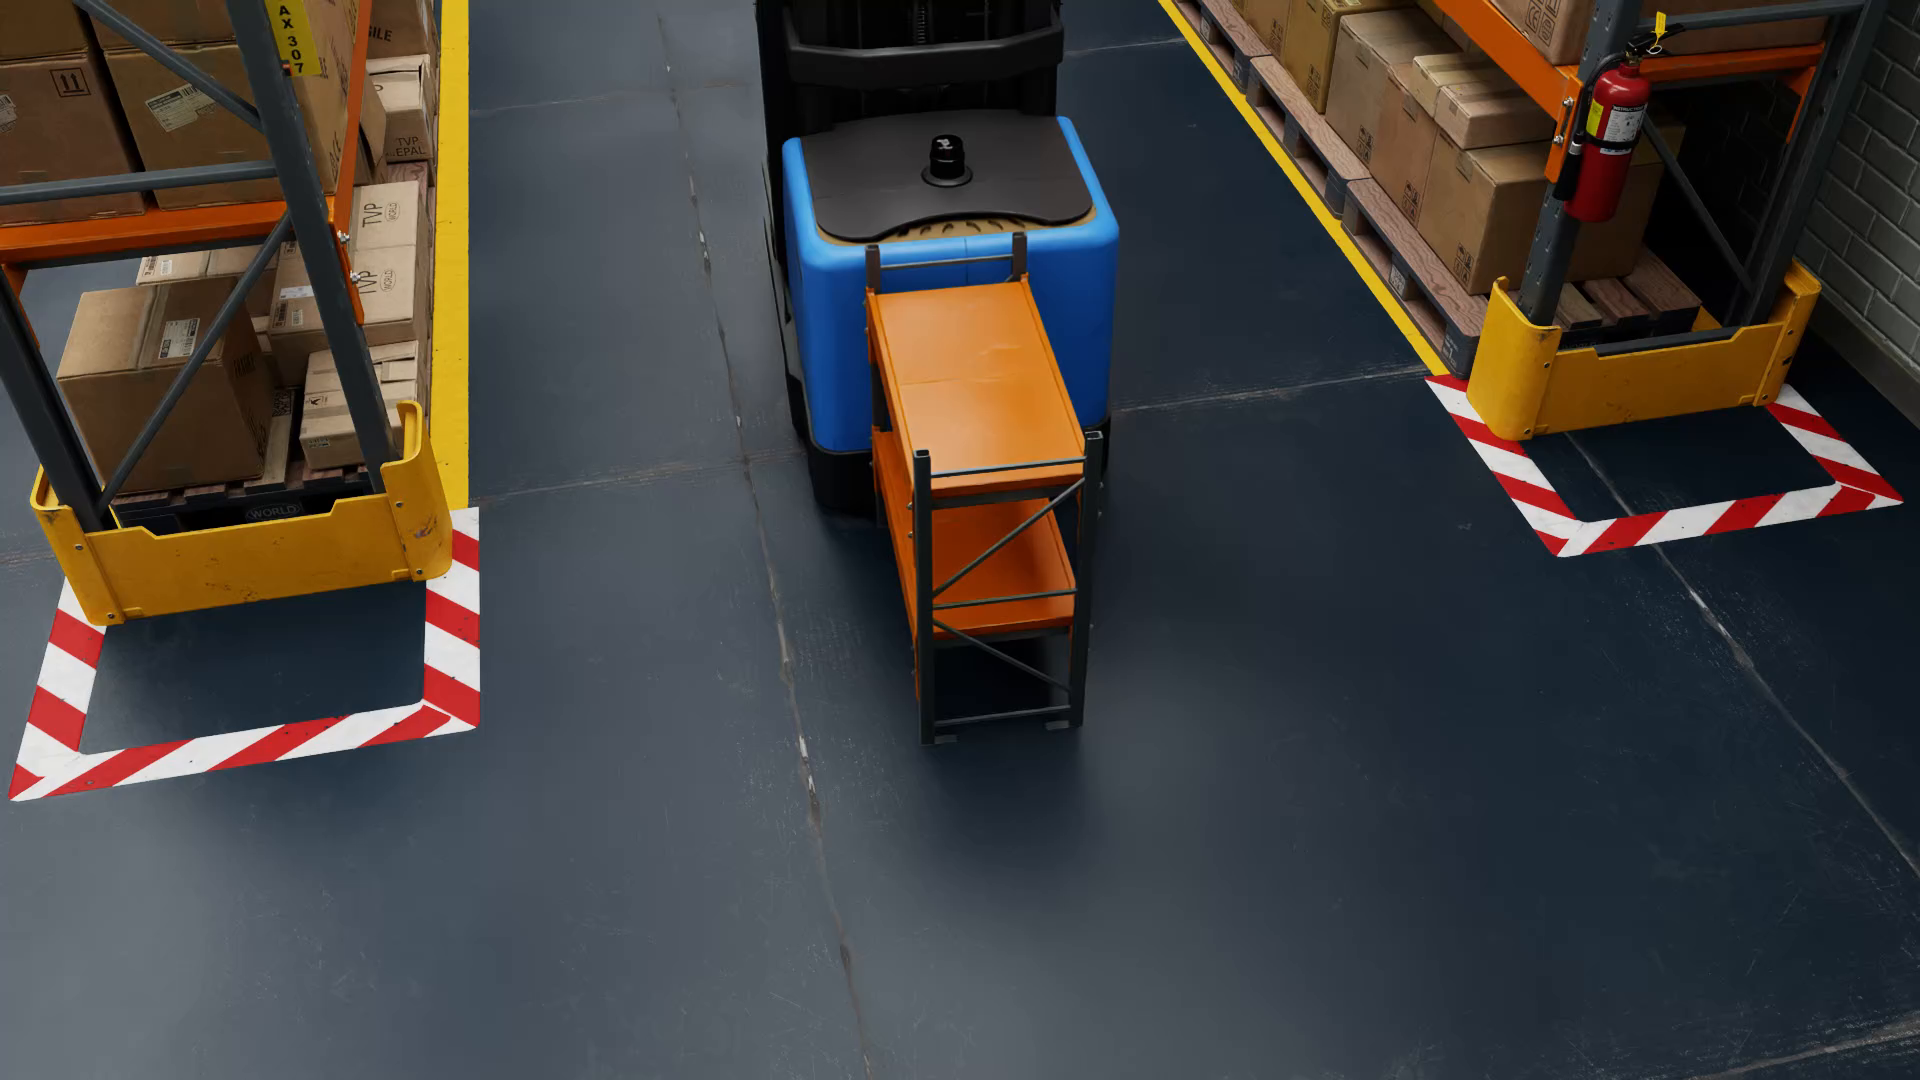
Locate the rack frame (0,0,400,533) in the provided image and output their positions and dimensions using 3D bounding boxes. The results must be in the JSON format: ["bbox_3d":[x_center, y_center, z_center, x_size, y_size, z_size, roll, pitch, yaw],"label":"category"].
[{"bbox_3d":[-2.308,-0.978,4.592,1.000,3.000,0.127,-8,42,-9],"label":"rack frame"}]

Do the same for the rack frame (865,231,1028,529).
[{"bbox_3d":[-0.041,-0.495,5.461,0.500,1.125,0.032,-6,42,-7],"label":"rack frame"}]

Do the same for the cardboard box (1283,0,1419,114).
[{"bbox_3d":[1.940,-2.346,7.700,0.700,0.500,0.500,-7,42,-8],"label":"cardboard box"}]

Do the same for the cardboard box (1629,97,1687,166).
[{"bbox_3d":[2.502,-1.542,6.305,0.380,0.149,0.250,-8,42,-9],"label":"cardboard box"}]

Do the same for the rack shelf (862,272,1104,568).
[{"bbox_3d":[0.043,-0.381,4.891,0.538,0.278,1.000,-6,42,-7],"label":"rack shelf"}]

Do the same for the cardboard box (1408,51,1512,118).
[{"bbox_3d":[2.018,-1.817,6.615,0.380,0.149,0.250,-7,42,-8],"label":"cardboard box"}]

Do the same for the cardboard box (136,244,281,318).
[{"bbox_3d":[-2.842,-1.051,6.414,0.500,0.250,0.500,-8,42,-9],"label":"cardboard box"}]

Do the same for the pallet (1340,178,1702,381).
[{"bbox_3d":[2.279,-1.154,6.891,1.003,0.211,1.213,-8,42,-9],"label":"pallet"}]

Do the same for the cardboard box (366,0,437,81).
[{"bbox_3d":[-2.771,-2.471,7.826,0.500,0.500,0.500,-8,42,-9],"label":"cardboard box"}]

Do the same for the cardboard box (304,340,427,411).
[{"bbox_3d":[-2.117,-0.565,5.930,0.380,0.166,0.250,-8,42,-9],"label":"cardboard box"}]

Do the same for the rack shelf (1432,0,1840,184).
[{"bbox_3d":[2.096,-2.717,7.093,1.077,0.370,4.000,-8,42,-9],"label":"rack shelf"}]

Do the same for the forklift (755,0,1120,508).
[{"bbox_3d":[-0.225,-2.190,6.010,1.130,2.935,3.031,-6,42,-7],"label":"forklift"}]

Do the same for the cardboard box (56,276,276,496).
[{"bbox_3d":[-2.666,-0.524,5.633,0.500,0.500,0.500,-8,42,-9],"label":"cardboard box"}]

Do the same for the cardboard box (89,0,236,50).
[{"bbox_3d":[-2.146,-1.714,4.593,0.500,0.500,0.500,-7,42,-8],"label":"cardboard box"}]

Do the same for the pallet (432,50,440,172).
[{"bbox_3d":[-3.024,-2.082,7.937,1.003,0.211,1.213,-8,42,-9],"label":"pallet"}]

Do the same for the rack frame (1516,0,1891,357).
[{"bbox_3d":[2.528,-1.690,5.394,1.000,3.000,0.127,-8,42,-9],"label":"rack frame"}]

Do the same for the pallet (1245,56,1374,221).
[{"bbox_3d":[2.019,-1.943,7.780,1.003,0.211,1.213,-8,42,-9],"label":"pallet"}]

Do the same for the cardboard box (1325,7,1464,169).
[{"bbox_3d":[2.062,-2.002,7.312,0.700,0.500,0.500,-10,42,-11],"label":"cardboard box"}]

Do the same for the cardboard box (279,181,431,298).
[{"bbox_3d":[-2.364,-1.155,6.532,0.500,0.250,0.500,-8,42,-9],"label":"cardboard box"}]

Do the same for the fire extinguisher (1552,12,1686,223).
[{"bbox_3d":[2.110,-1.358,5.359,0.296,0.674,0.183,-8,42,-9],"label":"fire extinguisher"}]

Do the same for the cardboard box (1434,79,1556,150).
[{"bbox_3d":[2.074,-1.651,6.429,0.380,0.149,0.250,-9,42,-10],"label":"cardboard box"}]

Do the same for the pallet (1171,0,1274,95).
[{"bbox_3d":[1.753,-2.736,8.673,1.003,0.211,1.213,-8,42,-9],"label":"pallet"}]

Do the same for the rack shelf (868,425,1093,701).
[{"bbox_3d":[0.043,0.020,5.248,0.538,0.278,1.000,-6,42,-7],"label":"rack shelf"}]

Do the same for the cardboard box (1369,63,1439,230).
[{"bbox_3d":[2.171,-1.676,6.945,0.700,0.500,0.500,-8,42,-9],"label":"cardboard box"}]

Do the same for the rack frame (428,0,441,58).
[{"bbox_3d":[-3.171,-3.570,7.513,1.000,3.000,0.127,-8,42,-9],"label":"rack frame"}]

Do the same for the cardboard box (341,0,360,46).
[{"bbox_3d":[-2.368,-2.000,5.668,0.500,0.500,0.500,-8,42,-9],"label":"cardboard box"}]

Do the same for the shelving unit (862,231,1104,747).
[{"bbox_3d":[0.043,-0.163,5.086,0.538,1.125,1.048,-6,42,-7],"label":"shelving unit"}]

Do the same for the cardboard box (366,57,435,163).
[{"bbox_3d":[-2.609,-1.915,7.341,0.500,0.311,0.500,-8,42,-9],"label":"cardboard box"}]

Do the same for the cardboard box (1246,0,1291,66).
[{"bbox_3d":[1.831,-2.679,8.075,0.700,0.500,0.500,-9,42,-10],"label":"cardboard box"}]

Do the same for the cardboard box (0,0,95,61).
[{"bbox_3d":[-2.672,-1.638,4.507,0.500,0.500,0.500,-9,42,-10],"label":"cardboard box"}]

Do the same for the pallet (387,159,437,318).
[{"bbox_3d":[-2.757,-1.290,7.044,1.003,0.211,1.213,-8,42,-9],"label":"pallet"}]

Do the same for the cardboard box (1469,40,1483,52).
[{"bbox_3d":[2.338,-2.032,6.858,0.380,0.149,0.250,-8,42,-9],"label":"cardboard box"}]

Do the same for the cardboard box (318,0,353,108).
[{"bbox_3d":[-2.263,-1.674,5.301,0.500,0.500,0.500,-9,42,-10],"label":"cardboard box"}]

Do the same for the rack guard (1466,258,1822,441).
[{"bbox_3d":[2.533,-0.739,6.206,1.175,0.500,0.348,-8,42,-9],"label":"rack guard"}]

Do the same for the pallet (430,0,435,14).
[{"bbox_3d":[-3.384,-3.049,9.026,1.003,0.211,1.213,-8,42,-9],"label":"pallet"}]

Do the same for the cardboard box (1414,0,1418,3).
[{"bbox_3d":[2.172,-2.527,7.416,0.380,0.149,0.250,-9,42,-10],"label":"cardboard box"}]

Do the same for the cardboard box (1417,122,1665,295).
[{"bbox_3d":[2.279,-1.351,6.580,0.700,0.500,0.500,-8,42,-9],"label":"cardboard box"}]

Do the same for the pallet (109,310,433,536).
[{"bbox_3d":[-2.497,-0.501,6.155,1.003,0.211,1.213,-8,42,-9],"label":"pallet"}]

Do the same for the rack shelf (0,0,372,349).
[{"bbox_3d":[-2.740,-2.005,6.291,1.077,0.370,4.000,-8,42,-9],"label":"rack shelf"}]

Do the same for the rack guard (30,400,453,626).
[{"bbox_3d":[-2.324,-0.092,5.477,1.175,0.500,0.348,-8,42,-9],"label":"rack guard"}]

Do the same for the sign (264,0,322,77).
[{"bbox_3d":[-1.778,-1.379,4.392,0.100,0.325,0.005,-8,42,-9],"label":"sign"}]

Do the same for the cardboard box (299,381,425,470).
[{"bbox_3d":[-2.063,-0.397,5.753,0.380,0.149,0.250,-8,42,-9],"label":"cardboard box"}]

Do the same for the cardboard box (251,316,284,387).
[{"bbox_3d":[-2.665,-0.675,6.054,0.380,0.166,0.250,-8,42,-9],"label":"cardboard box"}]

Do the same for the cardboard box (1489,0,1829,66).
[{"bbox_3d":[2.408,-2.131,5.665,0.980,0.700,0.700,-7,42,-7],"label":"cardboard box"}]

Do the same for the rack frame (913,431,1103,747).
[{"bbox_3d":[0.127,0.170,4.711,0.500,1.125,0.032,-6,42,-7],"label":"rack frame"}]

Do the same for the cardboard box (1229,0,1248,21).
[{"bbox_3d":[1.726,-3.005,8.443,0.700,0.500,0.500,-8,42,-9],"label":"cardboard box"}]

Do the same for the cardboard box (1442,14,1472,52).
[{"bbox_3d":[2.282,-2.197,7.044,0.380,0.149,0.250,-8,42,-9],"label":"cardboard box"}]

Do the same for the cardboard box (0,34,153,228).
[{"bbox_3d":[-2.670,-1.266,4.842,0.500,0.500,0.500,-7,42,-8],"label":"cardboard box"}]

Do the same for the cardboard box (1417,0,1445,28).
[{"bbox_3d":[2.226,-2.363,7.231,0.380,0.149,0.250,-8,42,-9],"label":"cardboard box"}]

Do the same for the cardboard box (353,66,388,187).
[{"bbox_3d":[-2.761,-1.584,6.824,0.797,0.503,0.637,-8,42,-9],"label":"cardboard box"}]

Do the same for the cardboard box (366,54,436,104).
[{"bbox_3d":[-2.632,-2.106,7.679,0.380,0.149,0.250,-8,42,-9],"label":"cardboard box"}]

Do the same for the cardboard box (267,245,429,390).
[{"bbox_3d":[-2.256,-0.831,6.167,0.500,0.250,0.500,-8,42,-9],"label":"cardboard box"}]

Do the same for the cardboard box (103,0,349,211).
[{"bbox_3d":[-2.146,-1.340,4.925,0.500,0.500,0.500,-8,42,-8],"label":"cardboard box"}]
